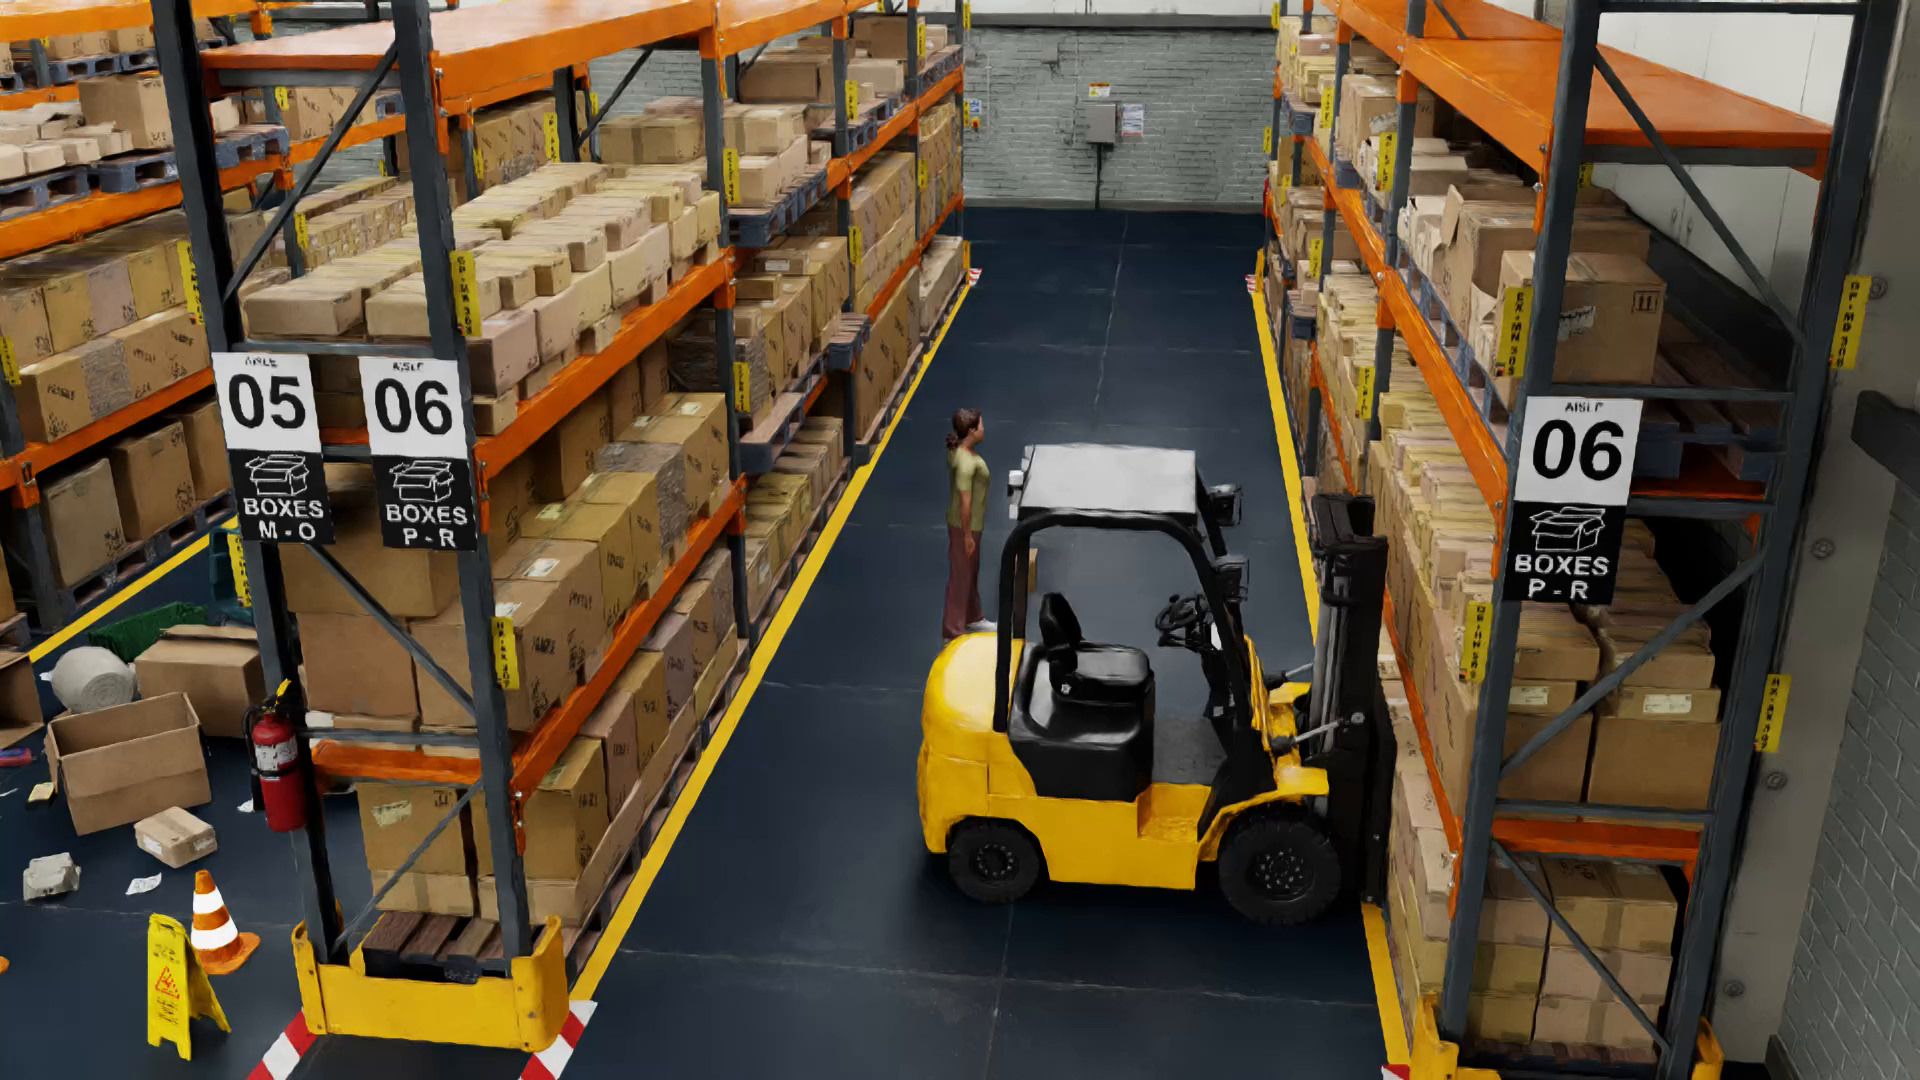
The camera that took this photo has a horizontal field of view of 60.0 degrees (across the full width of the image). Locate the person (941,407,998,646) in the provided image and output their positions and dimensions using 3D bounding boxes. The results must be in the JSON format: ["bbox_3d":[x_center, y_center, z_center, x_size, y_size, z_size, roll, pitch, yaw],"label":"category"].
[{"bbox_3d":[0.074,-0.099,11.285,0.441,1.677,0.584,-2,21,-6],"label":"person"}]
